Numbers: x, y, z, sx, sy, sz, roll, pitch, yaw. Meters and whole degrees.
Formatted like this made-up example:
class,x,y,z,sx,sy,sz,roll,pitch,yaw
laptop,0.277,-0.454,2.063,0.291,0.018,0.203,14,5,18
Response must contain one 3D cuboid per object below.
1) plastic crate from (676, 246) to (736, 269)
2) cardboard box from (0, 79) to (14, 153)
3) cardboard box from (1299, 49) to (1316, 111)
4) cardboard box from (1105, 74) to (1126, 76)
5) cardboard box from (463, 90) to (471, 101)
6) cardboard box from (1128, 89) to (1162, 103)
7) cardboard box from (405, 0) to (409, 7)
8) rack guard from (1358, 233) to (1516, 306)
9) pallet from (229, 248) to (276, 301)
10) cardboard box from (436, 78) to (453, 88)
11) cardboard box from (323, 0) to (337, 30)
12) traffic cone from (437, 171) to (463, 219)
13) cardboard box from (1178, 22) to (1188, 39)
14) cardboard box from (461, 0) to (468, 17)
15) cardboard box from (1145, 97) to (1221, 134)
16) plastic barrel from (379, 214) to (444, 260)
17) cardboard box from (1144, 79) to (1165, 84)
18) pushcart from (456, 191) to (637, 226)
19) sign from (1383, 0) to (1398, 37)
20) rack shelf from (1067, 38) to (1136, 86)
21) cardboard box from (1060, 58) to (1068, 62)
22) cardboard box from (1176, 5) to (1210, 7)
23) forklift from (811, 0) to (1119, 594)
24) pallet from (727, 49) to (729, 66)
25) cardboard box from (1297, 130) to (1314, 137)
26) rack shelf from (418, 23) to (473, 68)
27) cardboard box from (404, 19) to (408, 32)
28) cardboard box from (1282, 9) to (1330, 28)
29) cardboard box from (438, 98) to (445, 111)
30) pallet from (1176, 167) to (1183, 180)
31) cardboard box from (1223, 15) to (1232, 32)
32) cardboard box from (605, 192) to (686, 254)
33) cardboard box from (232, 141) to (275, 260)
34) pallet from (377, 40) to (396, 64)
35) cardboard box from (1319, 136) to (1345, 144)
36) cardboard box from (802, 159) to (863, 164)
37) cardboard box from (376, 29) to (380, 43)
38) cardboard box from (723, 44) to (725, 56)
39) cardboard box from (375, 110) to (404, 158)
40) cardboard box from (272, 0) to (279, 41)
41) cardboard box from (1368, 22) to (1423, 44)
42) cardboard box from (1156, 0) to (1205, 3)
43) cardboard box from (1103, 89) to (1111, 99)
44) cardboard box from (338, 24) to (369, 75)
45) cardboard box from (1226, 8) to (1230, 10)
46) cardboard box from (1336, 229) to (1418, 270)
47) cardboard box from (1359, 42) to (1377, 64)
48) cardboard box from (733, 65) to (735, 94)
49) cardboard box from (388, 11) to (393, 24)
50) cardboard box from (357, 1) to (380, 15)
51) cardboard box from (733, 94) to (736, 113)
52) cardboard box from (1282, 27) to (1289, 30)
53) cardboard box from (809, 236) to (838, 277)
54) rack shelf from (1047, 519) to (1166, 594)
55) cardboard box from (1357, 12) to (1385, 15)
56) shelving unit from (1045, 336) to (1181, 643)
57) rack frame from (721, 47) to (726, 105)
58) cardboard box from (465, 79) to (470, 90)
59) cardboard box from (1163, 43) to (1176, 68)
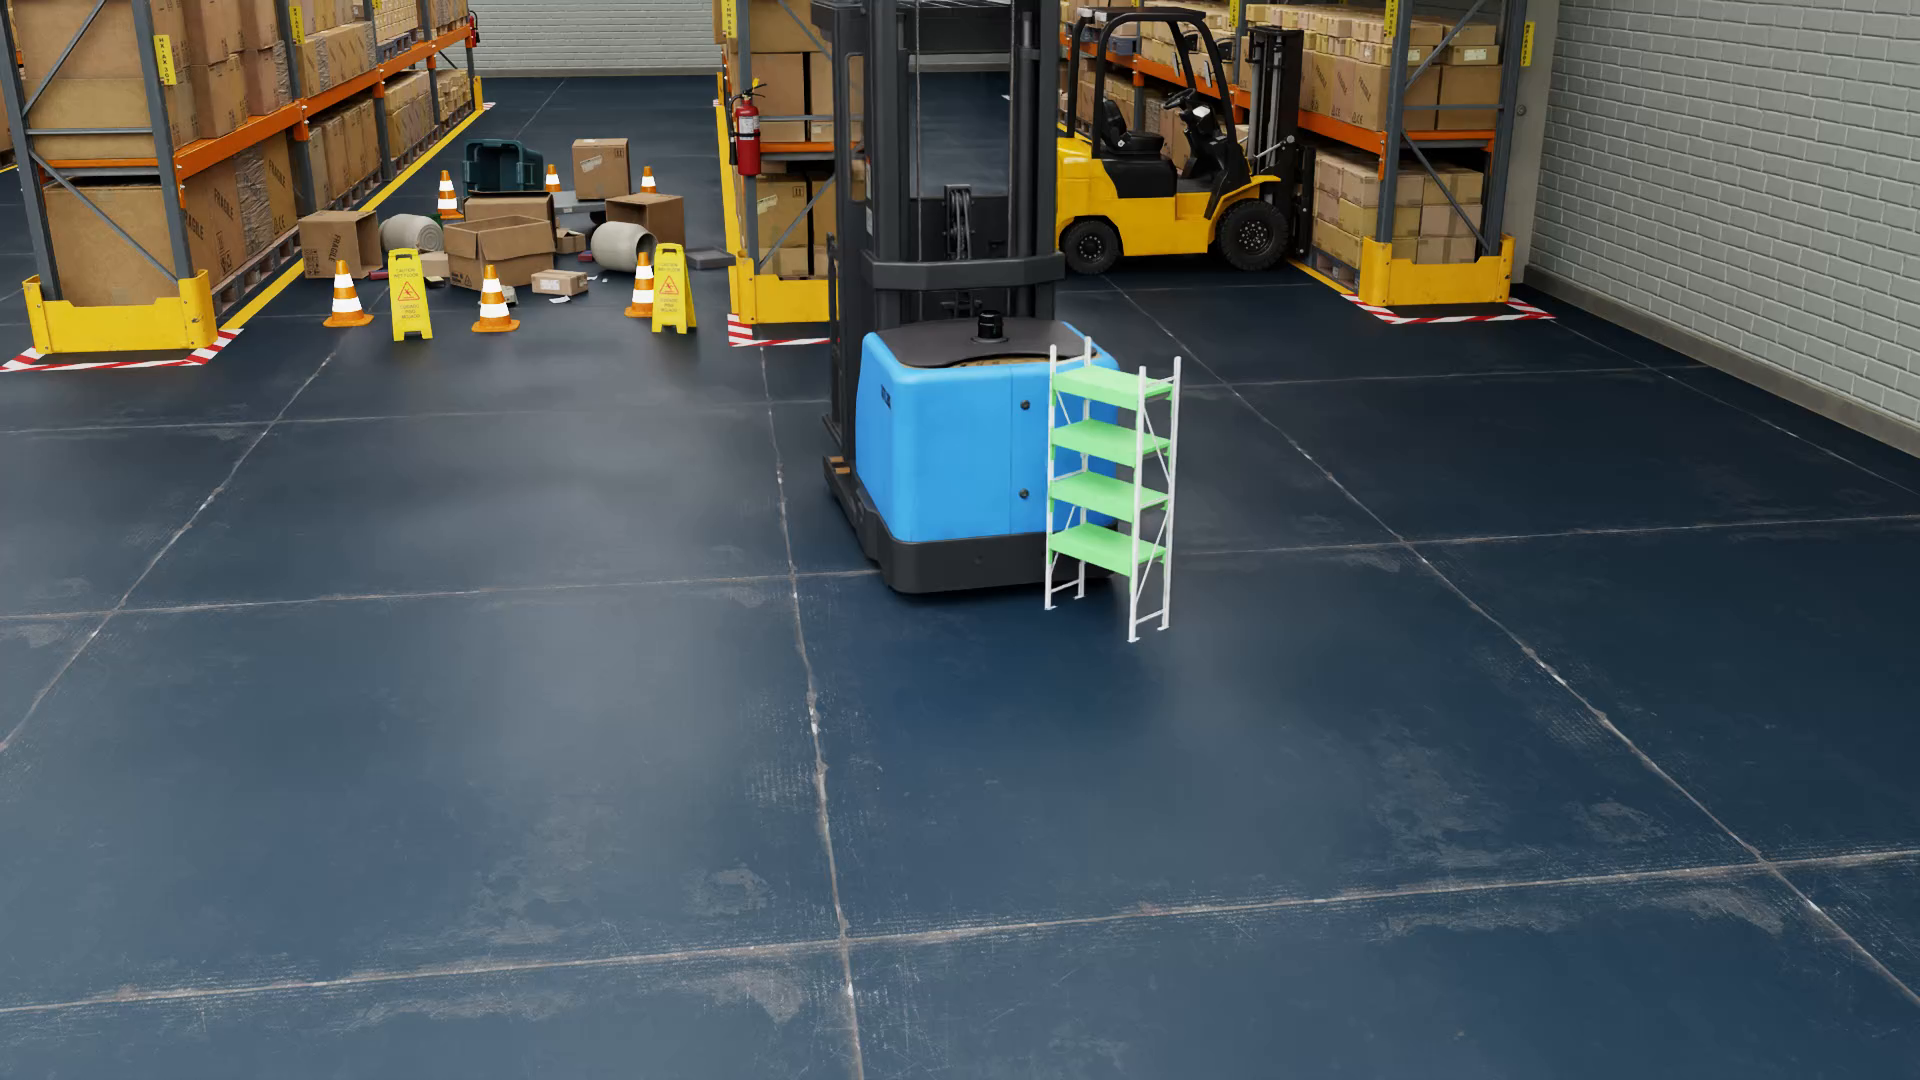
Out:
class,x,y,z,sx,sy,sz,roll,pitch,yaw
plastic crate,-2.264,-2.531,14.879,0.402,0.080,0.583,-11,23,-26
cardboard box,-12.262,-5.119,20.072,1.225,0.875,0.875,-3,21,-8
cardboard box,3.255,-4.086,14.725,0.500,0.500,0.500,-3,21,-7
cardboard box,2.085,-6.334,22.934,0.380,0.149,0.250,-3,21,-8
cardboard box,-7.873,-6.960,26.037,0.380,0.149,0.250,-2,21,-6
cardboard box,2.334,-5.608,20.990,0.380,0.149,0.250,-4,21,-10
cardboard box,-7.390,-7.015,21.620,0.380,0.149,0.250,-4,21,-9
rack guard,3.813,-2.171,13.315,1.175,0.500,0.348,-3,21,-8
pallet,-6.351,-2.202,13.811,1.003,0.211,1.213,-3,21,-8
cardboard box,-7.760,-6.781,24.709,0.380,0.149,0.250,-3,21,-7
cardboard box,-6.934,-5.591,17.326,0.700,0.500,0.500,-3,21,-9
traffic cone,-5.261,-3.551,17.063,0.336,0.463,0.334,-3,21,-8
cardboard box,2.706,-5.587,18.388,0.500,0.250,0.500,-3,21,-7
cardboard box,-7.973,-8.398,25.845,0.500,0.500,0.500,-2,21,-7
cardboard box,2.732,-4.988,20.078,0.875,0.625,0.625,-2,21,-6
plastic barrel,-4.881,-2.677,14.779,0.512,0.421,0.421,12,24,30
cardboard box,2.650,-6.091,22.284,0.380,0.149,0.250,-3,21,-7
pushcart,-3.928,-3.123,16.039,1.648,0.377,0.936,-11,23,-26
sign,3.270,-3.981,12.596,0.100,0.325,0.005,-3,21,-8
rack shelf,2.368,-6.476,22.296,1.077,0.370,4.000,-3,21,-8
cardboard box,1.497,-7.701,27.516,0.797,0.503,0.637,-4,21,-10
cardboard box,2.629,-5.991,18.898,0.380,0.149,0.250,-3,21,-7
forklift,-0.119,-1.618,8.358,1.130,2.935,3.031,-5,21,-12
pallet,-2.047,-5.538,19.030,1.213,0.211,1.003,-3,21,-8
cardboard box,3.056,-3.752,15.875,0.500,0.250,0.500,-3,21,-8
rack shelf,-8.004,-7.325,24.568,1.077,0.370,4.000,-3,21,-8
cardboard box,-7.355,-6.658,21.513,0.380,0.149,0.250,-4,21,-11
cardboard box,3.157,-4.744,15.135,0.380,0.149,0.250,-3,21,-9
cardboard box,-7.451,-6.111,23.341,0.380,0.149,0.250,-2,21,-5
pallet,2.909,-4.106,18.907,1.003,0.211,1.213,-3,21,-8
cardboard box,2.909,-5.282,17.001,0.380,0.149,0.250,-3,21,-9
cardboard box,-2.871,-2.874,15.194,0.500,0.500,0.500,12,24,29
cardboard box,-6.407,-2.867,14.043,0.875,0.875,0.875,-3,21,-7
pallet,-7.347,-5.736,19.560,1.213,0.211,1.003,-3,21,-8
cardboard box,3.643,-3.601,15.472,0.500,0.250,0.500,-3,21,-7
cardboard box,-1.093,-3.015,14.260,0.500,0.500,0.500,-3,21,-7
cardboard box,-7.042,-5.921,19.541,0.380,0.149,0.250,-2,21,-5
cardboard box,-2.674,-6.137,20.574,0.500,0.250,0.500,-3,21,-7
cardboard box,-6.989,-4.868,19.934,0.500,0.500,0.500,-4,21,-10
cardboard box,-6.543,-4.646,14.610,0.875,0.550,0.550,-3,21,-8
cardboard box,3.483,-4.038,13.245,0.380,0.149,0.250,-3,21,-8
cardboard box,2.737,-6.550,20.723,0.500,0.500,0.500,-2,21,-5
cardboard box,2.149,-5.816,22.472,0.500,0.500,0.500,-4,21,-10
cardboard box,-6.738,-5.316,18.019,0.500,0.500,0.500,-3,21,-8
cardboard box,3.144,-5.838,18.490,0.380,0.149,0.250,-2,21,-6
cardboard box,3.429,-2.406,13.701,0.500,0.250,0.500,-3,21,-7
cardboard box,3.416,-3.894,13.286,0.380,0.149,0.250,-3,21,-7
cardboard box,-1.589,-3.806,13.552,0.500,0.500,0.500,-3,21,-8
cardboard box,-7.197,-6.426,20.467,0.380,0.149,0.250,-3,21,-8
cardboard box,-7.086,-6.290,19.678,0.380,0.149,0.250,-3,21,-8
cardboard box,-1.776,-3.798,14.456,0.380,0.149,0.250,-3,21,-7
cardboard box,3.121,-4.604,15.186,0.380,0.149,0.250,-3,21,-8
cardboard box,-0.945,-2.301,13.419,0.500,0.250,0.500,-3,21,-8
rack shelf,0.639,0.068,7.189,0.258,0.148,0.480,-19,27,-41
cardboard box,3.736,-4.596,14.739,0.380,0.149,0.250,-2,21,-6
shelving unit,0.639,-0.217,7.083,0.258,1.200,0.503,-19,27,-41
rack frame,-3.408,-8.639,27.058,1.000,3.000,0.127,-3,21,-8
cardboard box,-7.934,-7.186,26.219,0.380,0.149,0.250,-3,21,-9
cardboard box,2.627,-5.532,18.955,0.500,0.250,0.500,-4,21,-10
